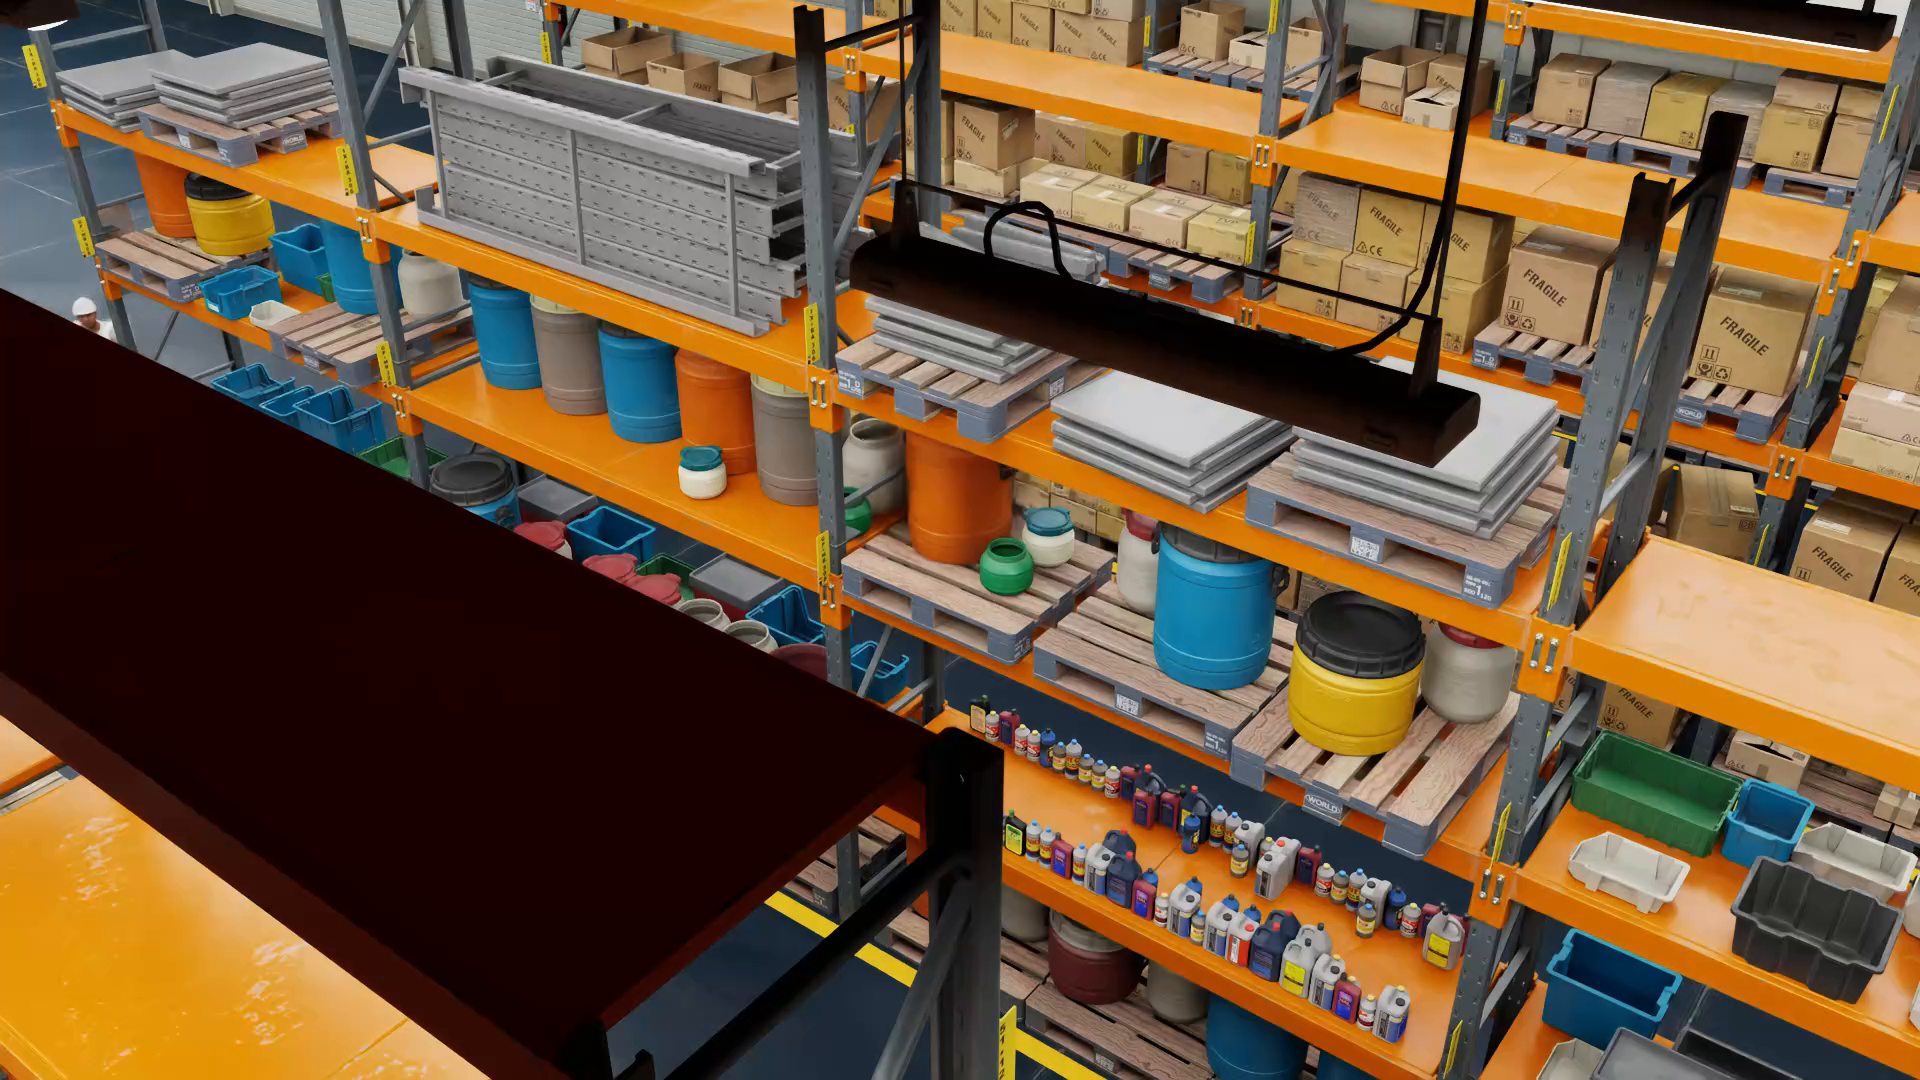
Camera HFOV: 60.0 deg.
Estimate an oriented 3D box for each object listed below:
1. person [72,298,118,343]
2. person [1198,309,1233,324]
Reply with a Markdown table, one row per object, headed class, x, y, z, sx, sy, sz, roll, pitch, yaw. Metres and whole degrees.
| class | x | y | z | sx | sy | sz | roll | pitch | yaw |
| --- | --- | --- | --- | --- | --- | --- | --- | --- | --- |
| person | -8.274 | -1.525 | 16.073 | 0.624 | 1.752 | 0.880 | 2 | 32 | 4 |
| person | 2.561 | -2.230 | 17.247 | 1.037 | 1.730 | 0.562 | 16 | 35 | 24 |
